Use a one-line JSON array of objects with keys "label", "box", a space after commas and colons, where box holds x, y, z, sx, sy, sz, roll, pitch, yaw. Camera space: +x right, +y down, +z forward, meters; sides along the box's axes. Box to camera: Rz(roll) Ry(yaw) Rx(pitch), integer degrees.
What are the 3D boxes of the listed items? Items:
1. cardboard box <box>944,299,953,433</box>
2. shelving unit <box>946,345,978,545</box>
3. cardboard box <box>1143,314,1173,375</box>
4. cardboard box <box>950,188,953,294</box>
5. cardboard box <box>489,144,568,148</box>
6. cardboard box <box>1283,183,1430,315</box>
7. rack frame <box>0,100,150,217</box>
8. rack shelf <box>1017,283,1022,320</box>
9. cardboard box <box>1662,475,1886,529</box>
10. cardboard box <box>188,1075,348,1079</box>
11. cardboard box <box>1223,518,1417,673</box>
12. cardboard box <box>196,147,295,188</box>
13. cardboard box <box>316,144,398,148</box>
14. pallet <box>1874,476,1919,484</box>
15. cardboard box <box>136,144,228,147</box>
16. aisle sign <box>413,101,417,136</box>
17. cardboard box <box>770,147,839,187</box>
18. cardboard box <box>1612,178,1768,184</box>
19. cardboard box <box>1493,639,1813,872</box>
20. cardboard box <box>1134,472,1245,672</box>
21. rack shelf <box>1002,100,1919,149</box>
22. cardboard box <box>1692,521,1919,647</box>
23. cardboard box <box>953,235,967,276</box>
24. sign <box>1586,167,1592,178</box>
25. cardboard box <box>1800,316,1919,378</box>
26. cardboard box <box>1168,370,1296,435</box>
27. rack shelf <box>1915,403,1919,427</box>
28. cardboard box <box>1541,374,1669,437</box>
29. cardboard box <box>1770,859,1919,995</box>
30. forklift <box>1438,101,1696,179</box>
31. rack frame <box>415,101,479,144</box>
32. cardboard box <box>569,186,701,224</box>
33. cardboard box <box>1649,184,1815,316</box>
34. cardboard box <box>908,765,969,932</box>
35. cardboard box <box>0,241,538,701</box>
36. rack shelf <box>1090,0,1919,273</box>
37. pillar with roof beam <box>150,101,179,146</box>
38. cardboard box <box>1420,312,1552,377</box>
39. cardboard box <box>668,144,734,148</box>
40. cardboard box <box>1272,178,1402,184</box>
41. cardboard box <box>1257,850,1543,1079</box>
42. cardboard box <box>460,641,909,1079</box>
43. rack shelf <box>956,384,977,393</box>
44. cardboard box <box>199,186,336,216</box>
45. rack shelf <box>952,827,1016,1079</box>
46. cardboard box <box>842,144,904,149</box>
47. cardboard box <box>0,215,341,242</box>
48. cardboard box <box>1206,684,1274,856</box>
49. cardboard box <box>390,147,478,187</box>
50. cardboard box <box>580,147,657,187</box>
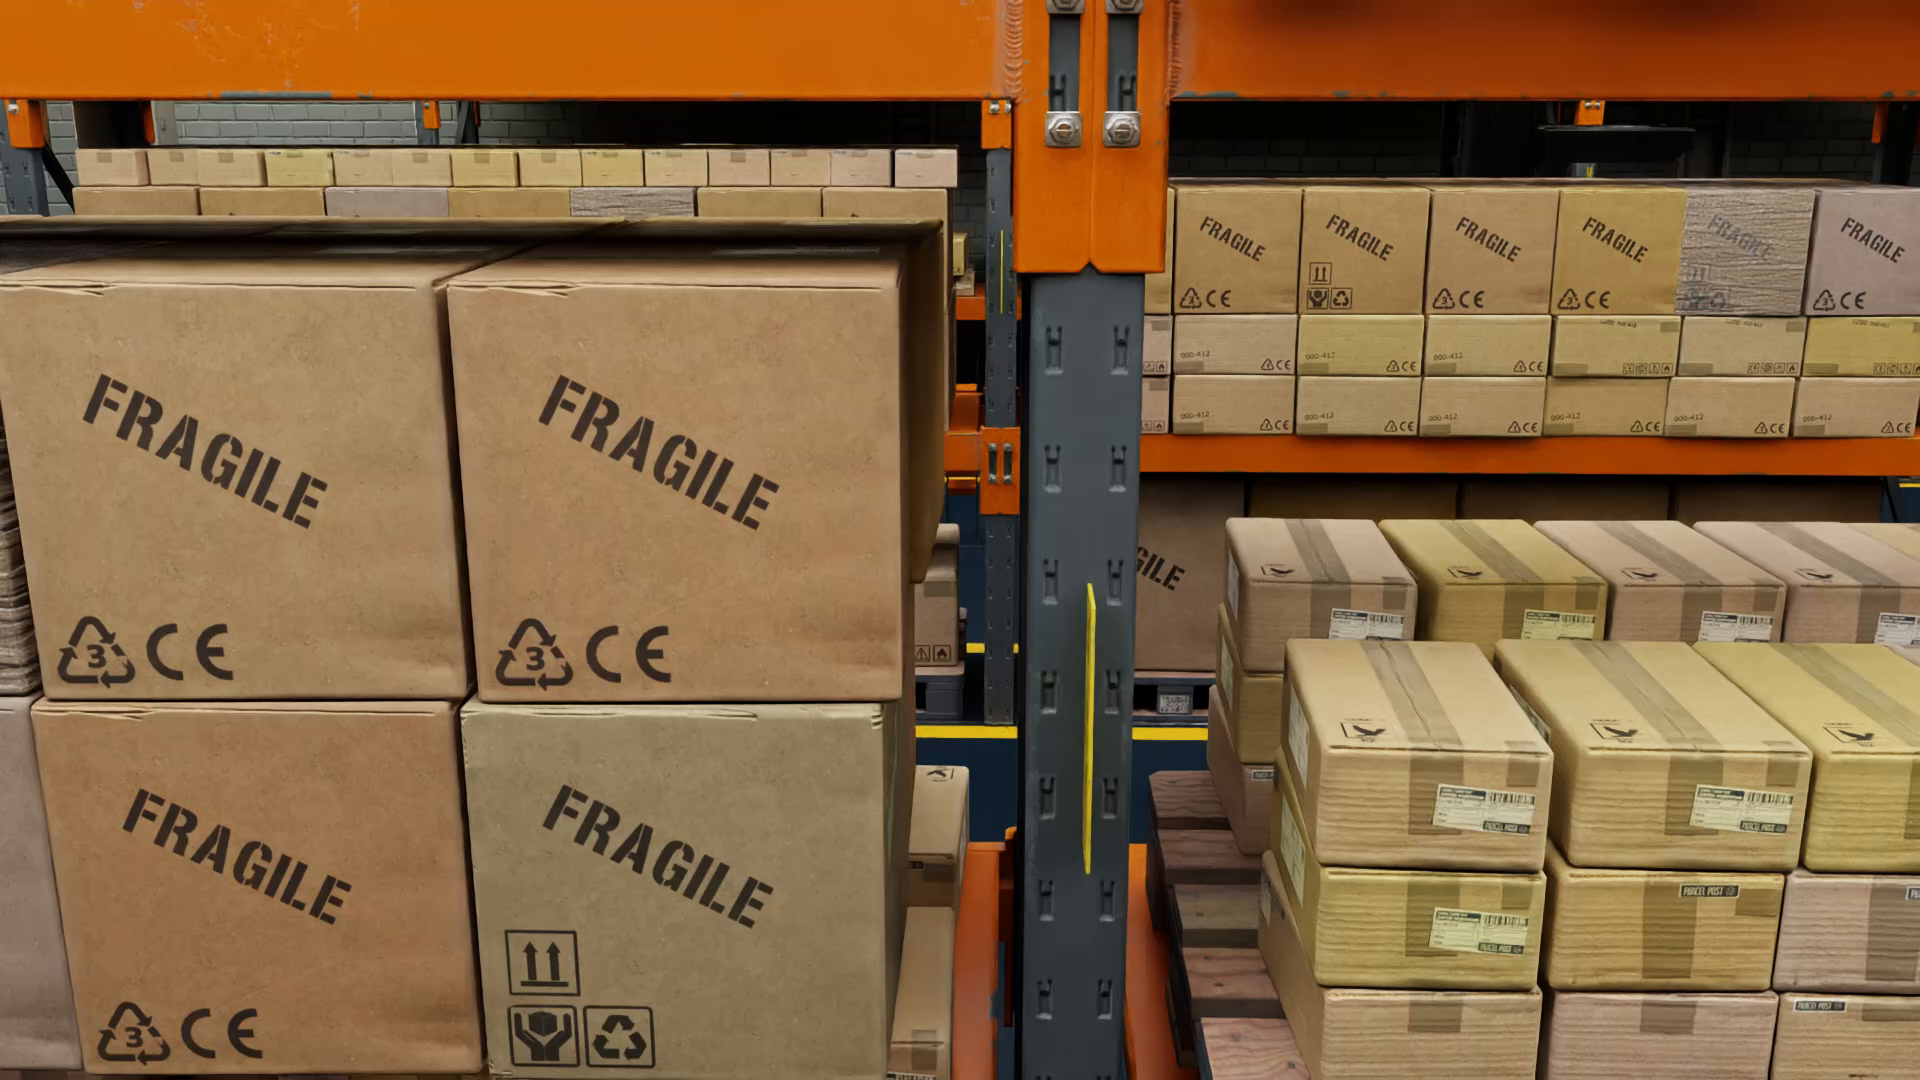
[{"label": "cardboard box", "box": [-0.289, -0.750, 7.107, 0.500, 0.500, 0.500, 1, 15, 2]}, {"label": "shelving unit", "box": [0.014, -0.580, 10.187, 0.189, 1.200, 0.258, 0, 15, 1]}, {"label": "cardboard box", "box": [0.614, -0.858, 7.028, 0.500, 0.250, 0.500, 0, 15, 0]}, {"label": "cardboard box", "box": [-0.289, -1.361, 7.461, 0.500, 0.500, 0.500, 0, 15, 2]}, {"label": "cardboard box", "box": [-1.915, -1.683, 7.413, 0.250, 0.149, 0.380, 1, 15, 3]}, {"label": "cardboard box", "box": [1.624, -1.219, 6.926, 0.500, 0.500, 0.500, 0, 15, 0]}, {"label": "rack frame", "box": [-3.818, -0.790, 7.455, 0.127, 3.000, 1.000, 0, 15, 1]}, {"label": "rack shelf", "box": [2.303, -1.669, 12.196, 4.000, 0.370, 1.077, 0, 15, 1]}, {"label": "cardboard box", "box": [3.491, 0.061, 7.572, 0.875, 0.875, 0.875, 0, 15, 1]}, {"label": "cardboard box", "box": [-0.918, 0.668, 2.419, 0.250, 0.149, 0.380, 0, 15, 0]}, {"label": "cardboard box", "box": [0.562, 0.083, 2.650, 0.250, 0.149, 0.380, 1, 15, 4]}, {"label": "cardboard box", "box": [-2.949, -1.548, 6.900, 0.250, 0.149, 0.380, 1, 15, 3]}, {"label": "cardboard box", "box": [-2.688, -1.696, 7.462, 0.250, 0.149, 0.380, 1, 15, 3]}, {"label": "pallet", "box": [6.341, -0.632, 12.320, 1.213, 0.211, 1.003, 0, 15, 1]}, {"label": "cardboard box", "box": [-3.454, -1.684, 7.416, 0.250, 0.149, 0.380, 1, 15, 2]}, {"label": "aisle sign", "box": [-3.770, -3.238, 11.639, 0.004, 0.787, 0.394, 0, 15, 1]}, {"label": "cardboard box", "box": [-0.645, -1.564, 6.960, 0.250, 0.149, 0.380, 0, 15, 1]}, {"label": "cardboard box", "box": [3.197, -1.336, 7.368, 0.500, 0.500, 0.500, 0, 15, 2]}, {"label": "cardboard box", "box": [0.817, 0.250, 2.016, 0.250, 0.149, 0.380, 1, 15, 3]}, {"label": "cardboard box", "box": [0.803, 0.044, 7.635, 0.875, 0.875, 0.875, 1, 15, 3]}, {"label": "rack shelf", "box": [2.180, -1.853, 7.015, 4.000, 0.370, 1.077, 0, 15, 1]}, {"label": "cardboard box", "box": [1.351, 0.088, 2.630, 0.250, 0.149, 0.380, 0, 15, 1]}, {"label": "cardboard box", "box": [-0.211, -2.042, 11.912, 0.500, 0.250, 0.500, 1, 15, 3]}, {"label": "sign", "box": [4.298, -2.387, 11.393, 0.005, 0.325, 0.100, 0, 15, 1]}, {"label": "cardboard box", "box": [3.689, -0.846, 6.979, 0.500, 0.250, 0.500, 0, 15, 1]}, {"label": "cardboard box", "box": [1.132, -0.618, 7.098, 0.500, 0.250, 0.500, 0, 15, 0]}, {"label": "rack shelf", "box": [6.179, -0.377, 7.299, 4.000, 0.370, 1.077, 0, 15, 1]}, {"label": "cardboard box", "box": [2.654, -0.609, 7.063, 0.500, 0.250, 0.500, 0, 15, 1]}, {"label": "cardboard box", "box": [1.055, 0.396, 2.044, 0.250, 0.149, 0.380, 1, 15, 3]}, {"label": "forklift", "box": [3.508, -1.330, 9.636, 3.031, 2.935, 1.130, 1, 15, 5]}, {"label": "rack frame", "box": [-3.695, -2.056, 12.252, 0.127, 3.000, 1.000, 0, 15, 1]}, {"label": "cardboard box", "box": [-1.314, -1.235, 6.984, 0.500, 0.500, 0.500, 1, 15, 2]}, {"label": "cardboard box", "box": [3.143, -1.208, 6.881, 0.500, 0.500, 0.500, 1, 15, 2]}, {"label": "cardboard box", "box": [-0.119, 0.535, 2.924, 0.250, 0.149, 0.380, 1, 15, 3]}, {"label": "cardboard box", "box": [-0.838, -0.113, 2.148, 0.500, 0.500, 0.500, 0, 15, 0]}, {"label": "rack shelf", "box": [2.155, -0.590, 2.228, 4.000, 0.370, 1.077, 0, 15, 1]}, {"label": "pillar with roof beam", "box": [-6.477, -4.106, 8.264, 0.400, 9.000, 9.100, 0, 15, 1]}, {"label": "cardboard box", "box": [2.145, -0.849, 6.993, 0.500, 0.250, 0.500, 0, 15, 0]}, {"label": "cardboard box", "box": [-1.153, -1.693, 7.448, 0.250, 0.149, 0.380, 0, 15, 0]}, {"label": "cardboard box", "box": [1.658, -1.347, 7.410, 0.500, 0.500, 0.500, 1, 15, 3]}, {"label": "cardboard box", "box": [0.538, 0.537, 2.093, 0.250, 0.149, 0.380, 0, 15, -1]}, {"label": "cardboard box", "box": [-0.335, 0.376, 2.257, 0.500, 0.500, 0.500, 0, 15, 2]}, {"label": "rack shelf", "box": [0.014, -0.885, 10.106, 0.180, 0.103, 0.258, 0, 15, 1]}, {"label": "cardboard box", "box": [-2.828, -1.245, 7.021, 0.500, 0.500, 0.500, 0, 15, 0]}, {"label": "rack shelf", "box": [-1.844, 0.834, 2.710, 4.000, 0.370, 1.077, 0, 15, 1]}, {"label": "cardboard box", "box": [-0.384, -1.675, 7.382, 0.250, 0.149, 0.380, 1, 15, 2]}, {"label": "cardboard box", "box": [-1.311, -0.252, 2.677, 0.500, 0.500, 0.500, 1, 15, 2]}, {"label": "cardboard box", "box": [0.558, 0.370, 2.729, 0.250, 0.149, 0.380, 0, 15, 0]}, {"label": "cardboard box", "box": [-2.173, -1.550, 6.909, 0.250, 0.149, 0.380, 1, 15, 2]}, {"label": "cardboard box", "box": [-1.411, -1.555, 6.925, 0.250, 0.149, 0.380, 0, 15, 0]}]
